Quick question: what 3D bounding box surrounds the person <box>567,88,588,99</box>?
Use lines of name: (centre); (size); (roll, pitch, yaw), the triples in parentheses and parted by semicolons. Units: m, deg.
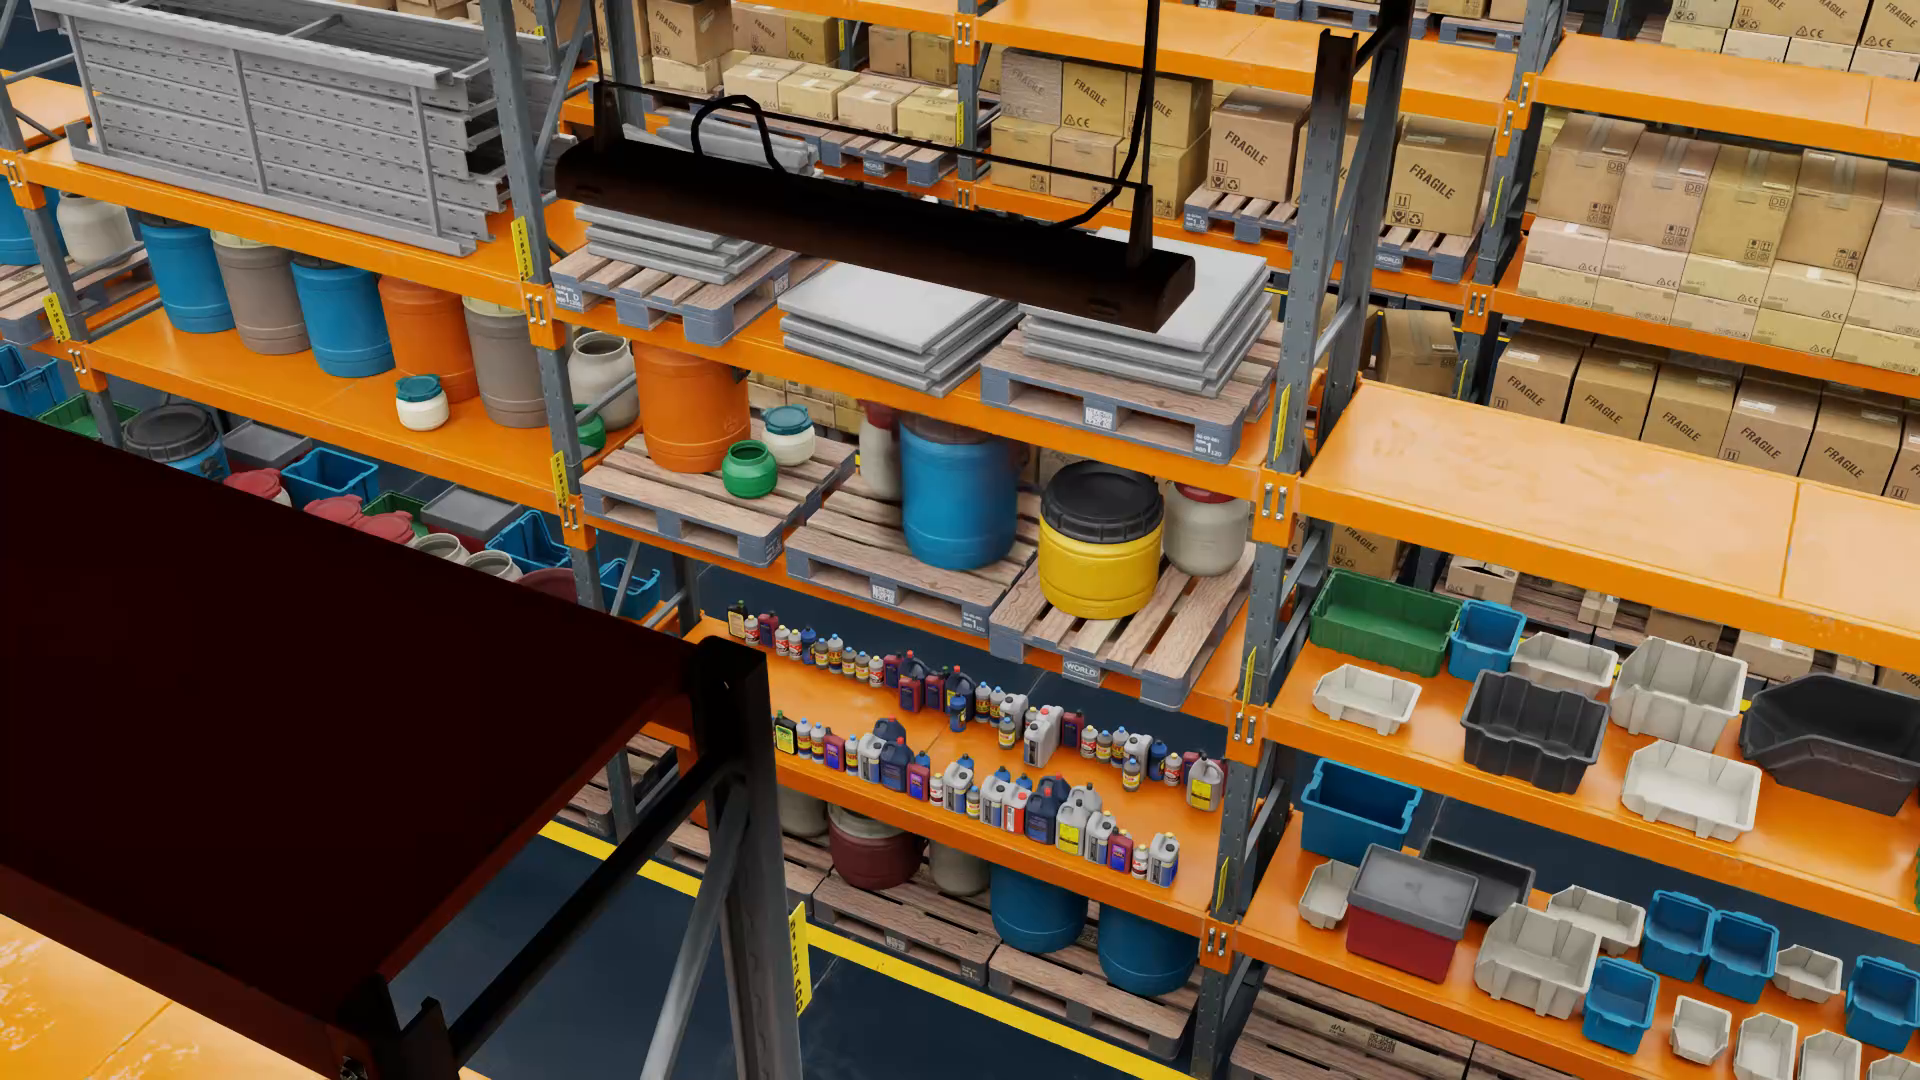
person: (-4.254, -4.393, 18.620); (0.594, 1.814, 0.632); (8, 36, 12)

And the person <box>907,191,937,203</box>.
person: (-0.411, -2.724, 16.236); (0.680, 1.822, 0.623); (9, 36, 12)
